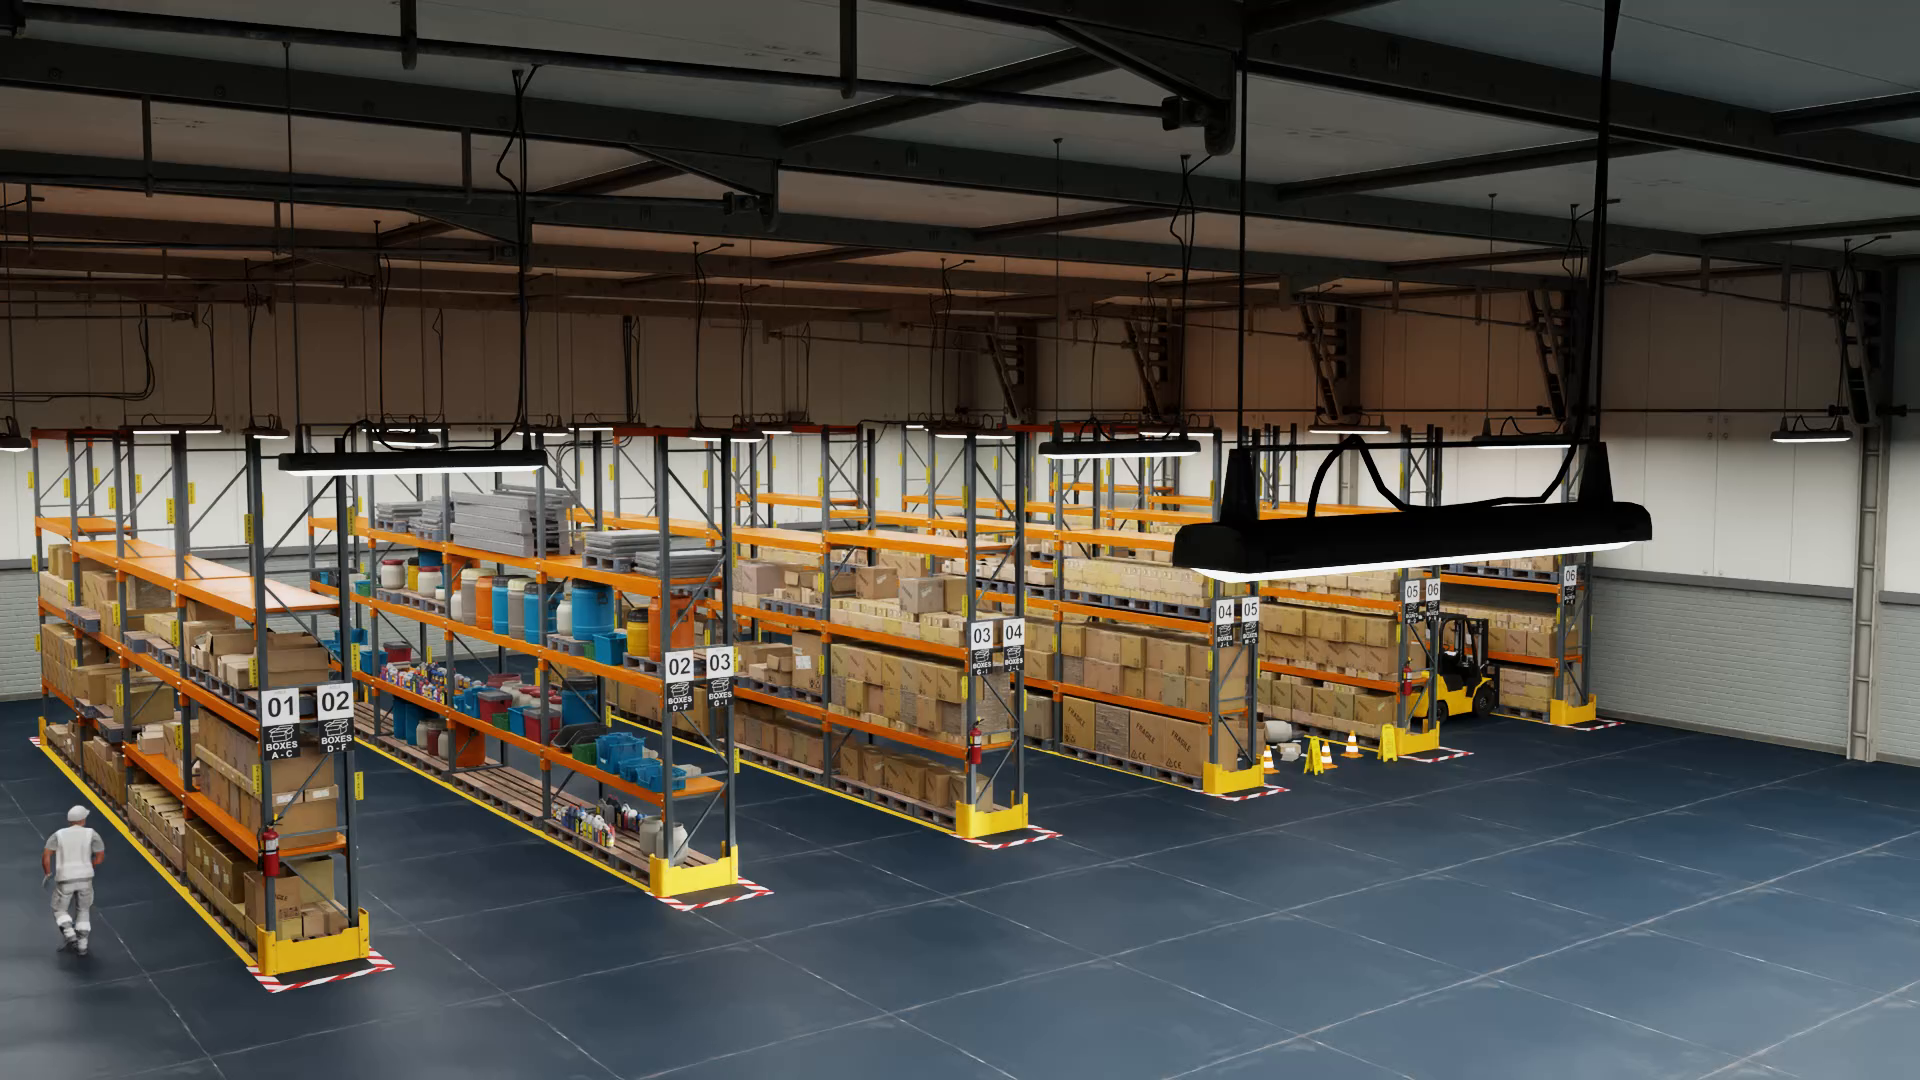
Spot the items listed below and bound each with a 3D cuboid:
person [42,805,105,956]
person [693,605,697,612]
[{"bbox_3d":[-10.356,3.973,19.452,0.652,1.675,0.718,-3,5,-35],"label":"person"},{"bbox_3d":[-6.958,2.159,42.326,0.509,1.669,1.085,-1,5,-9],"label":"person"}]
